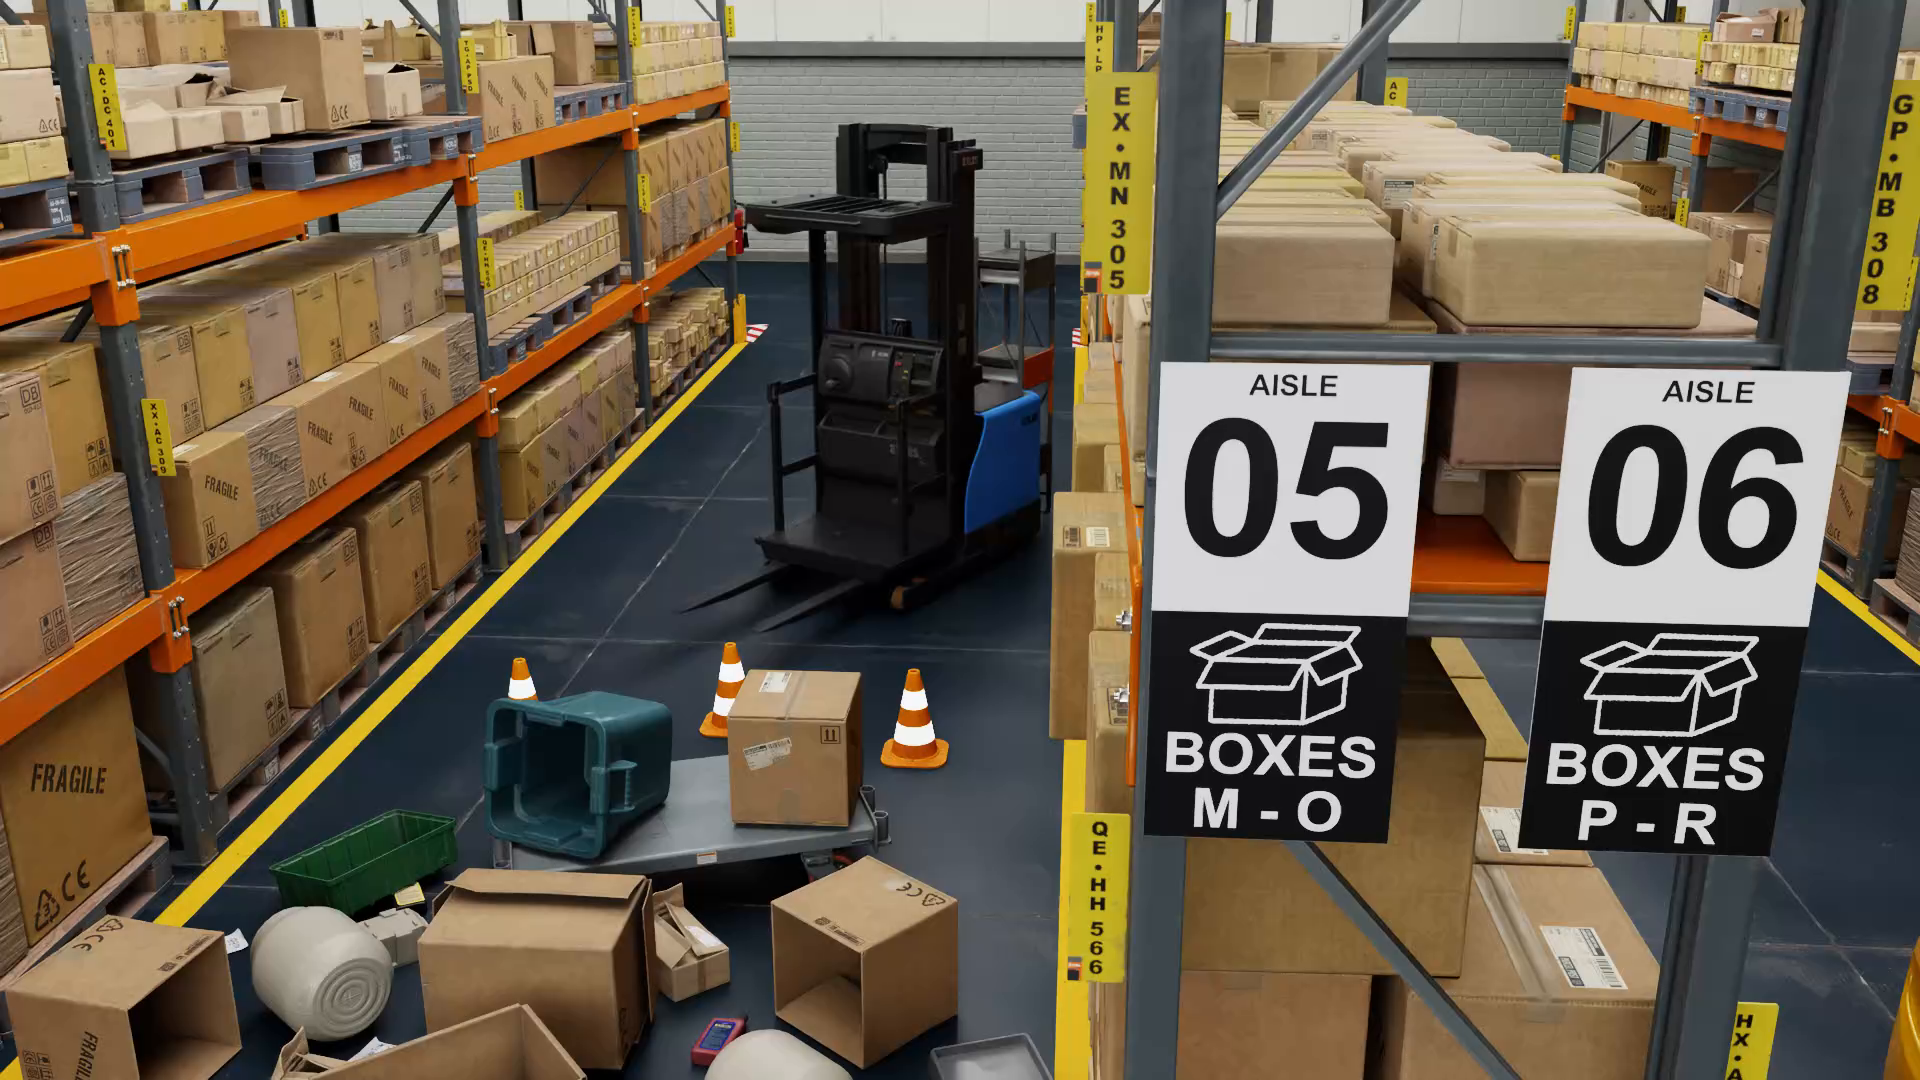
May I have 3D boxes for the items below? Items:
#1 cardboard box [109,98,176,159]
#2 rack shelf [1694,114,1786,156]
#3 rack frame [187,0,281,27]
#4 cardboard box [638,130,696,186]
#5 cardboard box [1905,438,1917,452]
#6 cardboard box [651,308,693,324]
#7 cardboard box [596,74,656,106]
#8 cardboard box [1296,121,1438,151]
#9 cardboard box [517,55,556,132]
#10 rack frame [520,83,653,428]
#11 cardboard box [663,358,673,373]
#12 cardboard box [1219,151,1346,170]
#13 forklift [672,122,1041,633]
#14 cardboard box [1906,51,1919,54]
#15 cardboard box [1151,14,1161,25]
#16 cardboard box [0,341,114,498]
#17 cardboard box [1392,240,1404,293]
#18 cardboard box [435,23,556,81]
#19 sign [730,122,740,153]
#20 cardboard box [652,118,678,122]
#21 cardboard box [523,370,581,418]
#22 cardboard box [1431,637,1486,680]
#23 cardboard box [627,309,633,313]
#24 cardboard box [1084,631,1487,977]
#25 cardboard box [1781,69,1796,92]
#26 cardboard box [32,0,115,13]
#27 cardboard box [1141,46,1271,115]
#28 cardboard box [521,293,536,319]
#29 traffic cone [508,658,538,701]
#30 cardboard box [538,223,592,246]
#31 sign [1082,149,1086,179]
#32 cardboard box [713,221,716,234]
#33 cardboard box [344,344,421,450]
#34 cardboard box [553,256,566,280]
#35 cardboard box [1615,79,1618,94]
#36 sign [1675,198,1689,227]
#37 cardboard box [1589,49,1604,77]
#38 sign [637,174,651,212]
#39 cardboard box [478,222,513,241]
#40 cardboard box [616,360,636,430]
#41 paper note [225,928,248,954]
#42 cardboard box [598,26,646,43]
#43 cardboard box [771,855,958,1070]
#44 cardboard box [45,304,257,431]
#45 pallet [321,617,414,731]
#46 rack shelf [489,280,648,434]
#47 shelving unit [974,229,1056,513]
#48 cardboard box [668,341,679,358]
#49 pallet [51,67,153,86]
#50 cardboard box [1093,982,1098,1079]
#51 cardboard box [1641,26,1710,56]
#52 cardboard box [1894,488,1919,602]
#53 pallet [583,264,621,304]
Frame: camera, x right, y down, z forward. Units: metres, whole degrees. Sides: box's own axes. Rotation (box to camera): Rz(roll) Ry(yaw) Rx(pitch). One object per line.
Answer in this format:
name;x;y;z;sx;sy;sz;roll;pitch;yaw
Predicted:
cardboard box;-3.576;-1.776;7.090;0.258;0.266;0.396;1;18;3
rack shelf;6.458;-2.744;11.818;1.077;0.370;4.000;1;18;4
rack frame;-7.948;-6.706;17.936;1.000;3.000;0.127;1;18;4
cardboard box;-2.892;-3.746;16.292;0.500;0.500;0.500;1;18;2
cardboard box;6.646;-0.675;11.464;0.380;0.149;0.250;2;18;5
cardboard box;-2.935;-2.267;16.973;0.380;0.149;0.250;1;18;2
cardboard box;-2.998;-3.962;14.622;0.500;0.250;0.500;2;18;7
cardboard box;1.212;-1.164;4.965;0.380;0.149;0.250;1;18;3
cardboard box;-3.216;-3.183;11.842;0.500;0.500;0.500;1;18;4
rack frame;-3.295;-2.470;14.645;1.000;3.000;0.127;1;18;4
cardboard box;-2.995;-1.662;16.082;0.380;0.149;0.250;1;18;3
cardboard box;0.715;-0.854;4.017;0.380;0.149;0.250;1;18;2
forklift;-0.632;-1.103;10.582;1.130;2.935;3.031;11;21;30
cardboard box;6.647;-3.227;11.260;0.380;0.149;0.250;1;18;4
cardboard box;1.901;-4.289;14.383;0.500;0.500;0.500;2;18;5
cardboard box;-3.929;-0.456;6.523;0.875;0.550;0.550;1;18;4
cardboard box;1.137;-0.466;3.474;0.500;0.250;0.500;1;18;3
cardboard box;-3.536;-3.668;12.641;0.797;0.503;0.637;1;18;3
sign;-2.456;-4.394;18.150;0.100;0.325;0.005;1;18;4
cardboard box;-3.305;-4.243;17.811;0.500;0.500;0.500;1;18;4
cardboard box;-3.206;-1.116;12.646;0.500;0.250;0.500;1;18;4
cardboard box;1.198;0.529;4.854;0.500;0.500;0.500;1;18;3
cardboard box;-3.459;-2.276;17.000;0.380;0.149;0.250;2;18;5
cardboard box;0.608;0.508;3.311;0.700;0.500;0.500;1;18;3
cardboard box;6.098;-3.273;11.845;0.380;0.149;0.250;2;18;5
cardboard box;-8.161;-4.981;15.289;0.500;0.250;0.500;0;18;0
cardboard box;0.991;-1.881;6.792;0.500;0.250;0.500;2;18;5
cardboard box;-3.292;-1.694;12.003;0.380;0.149;0.250;2;18;6
traffic cone;-2.266;0.837;8.625;0.336;0.463;0.334;1;18;4
cardboard box;-3.186;-2.459;13.384;0.380;0.149;0.250;1;18;4
sign;1.383;-4.097;18.091;0.100;0.325;0.005;1;18;4
cardboard box;-2.808;-3.331;17.675;0.380;0.149;0.250;1;18;3
cardboard box;-3.419;-0.819;9.446;0.500;0.500;0.500;1;18;3
cardboard box;-3.240;-2.079;12.702;0.380;0.149;0.250;2;18;6
cardboard box;6.517;-4.340;15.937;0.380;0.149;0.250;1;18;3
sign;6.059;-2.703;13.963;0.100;0.325;0.005;1;18;4
cardboard box;6.567;-4.729;16.485;0.500;0.250;0.500;2;18;5
sign;-2.741;-3.009;14.430;0.100;0.325;0.005;1;18;4
cardboard box;-3.837;-2.477;13.440;0.380;0.149;0.250;1;18;3
cardboard box;-3.097;-1.246;14.250;0.500;0.500;0.500;1;18;3
paper note;-3.013;1.654;6.825;0.147;0.020;0.142;-13;22;-34
cardboard box;-3.018;-4.499;14.818;0.380;0.149;0.250;1;18;3
cardboard box;-0.358;1.583;6.286;0.500;0.500;0.500;17;25;41
cardboard box;-3.804;-0.822;7.849;0.700;0.500;0.500;1;18;3
pallet;-3.803;0.718;9.392;1.003;0.211;1.213;1;18;4
rack shelf;-3.438;-1.507;12.861;1.077;0.370;4.000;1;18;4
shelving unit;0.390;-1.164;12.104;0.431;2.100;0.503;10;21;27
cardboard box;-2.974;-1.888;16.293;0.380;0.149;0.250;2;18;6
pallet;-8.166;-4.250;15.400;1.003;0.211;1.213;1;18;4
cardboard box;0.664;1.513;5.025;0.500;0.500;0.500;1;18;3
cardboard box;6.469;-4.492;14.957;0.500;0.250;0.500;2;18;5
cardboard box;6.256;0.083;9.991;0.875;0.625;0.625;2;18;6
pallet;-3.495;-2.145;13.960;1.003;0.211;1.213;1;18;4
